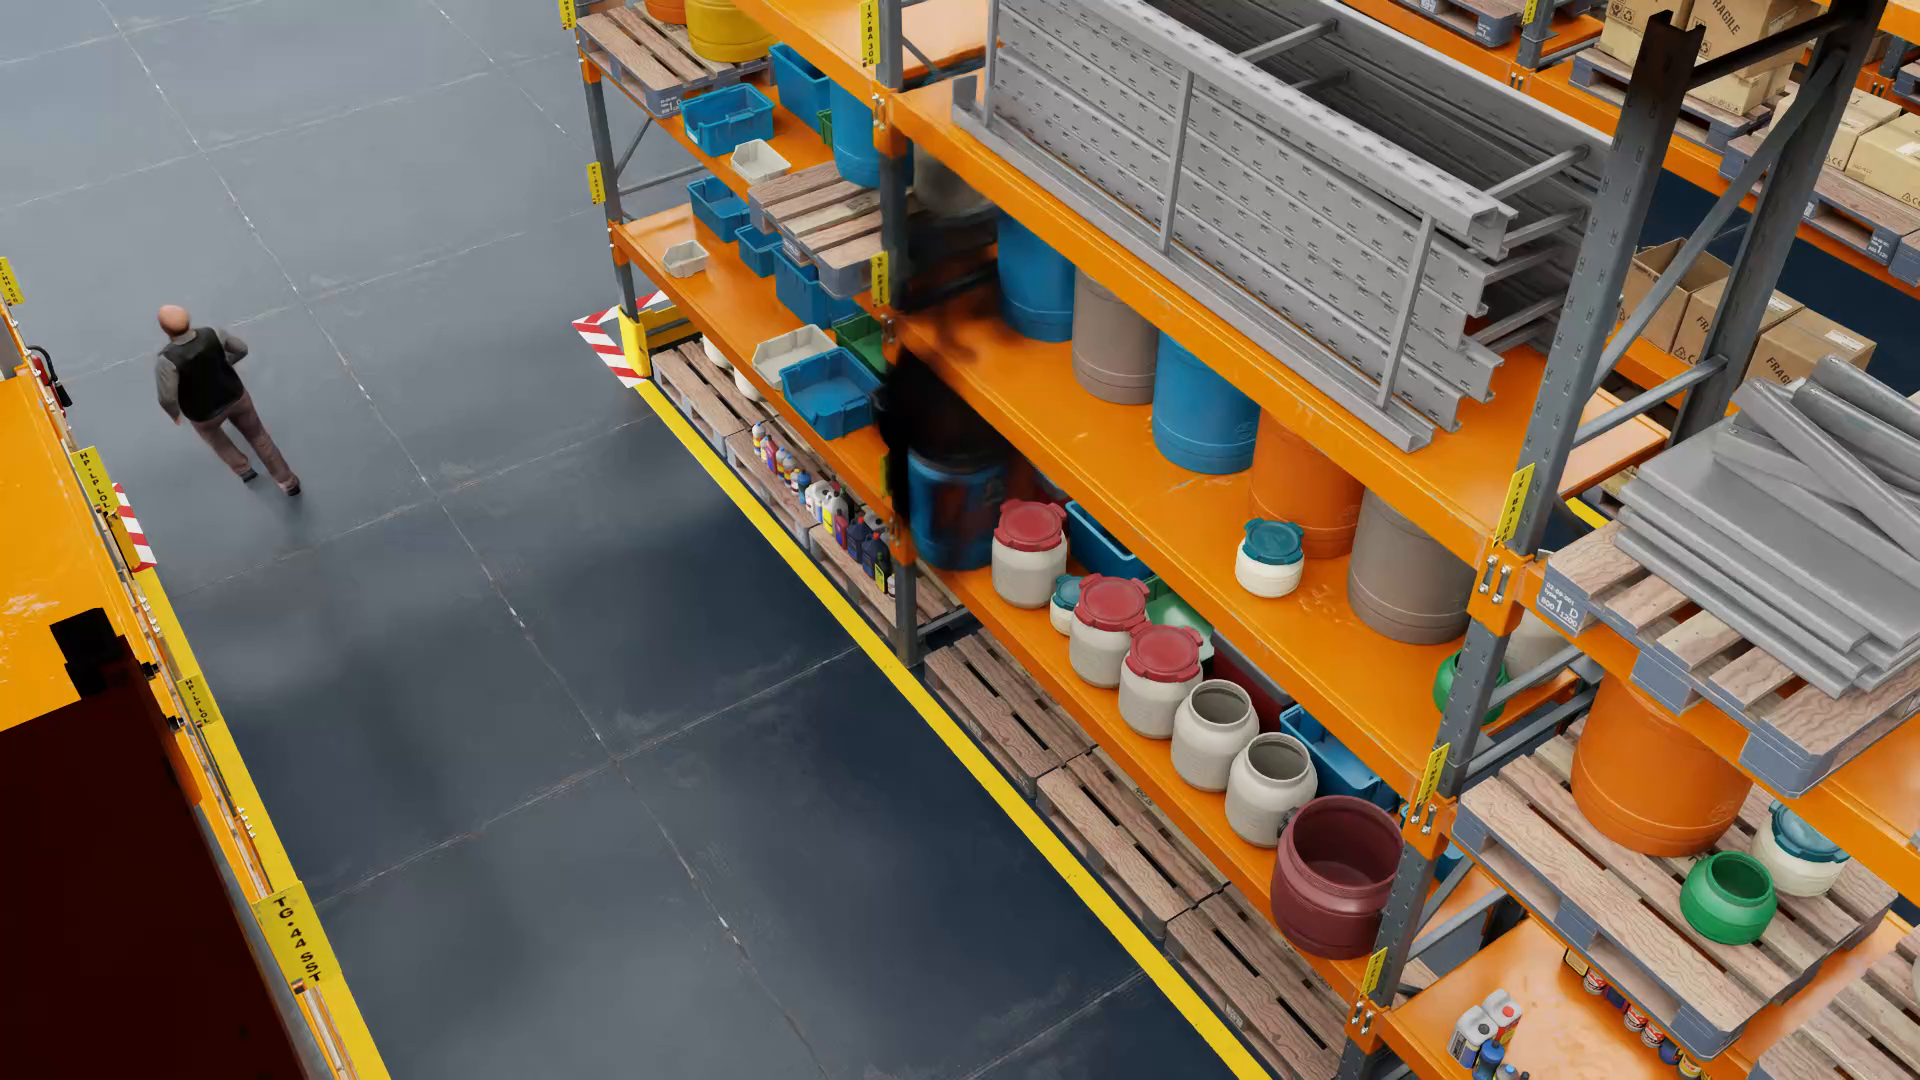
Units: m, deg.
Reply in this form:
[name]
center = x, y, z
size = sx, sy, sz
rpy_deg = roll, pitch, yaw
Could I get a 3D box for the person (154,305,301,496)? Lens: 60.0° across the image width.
[person]
center = -5.169, -0.937, 11.508
size = 0.682, 1.717, 0.669
rpy_deg = -33, 52, -31
